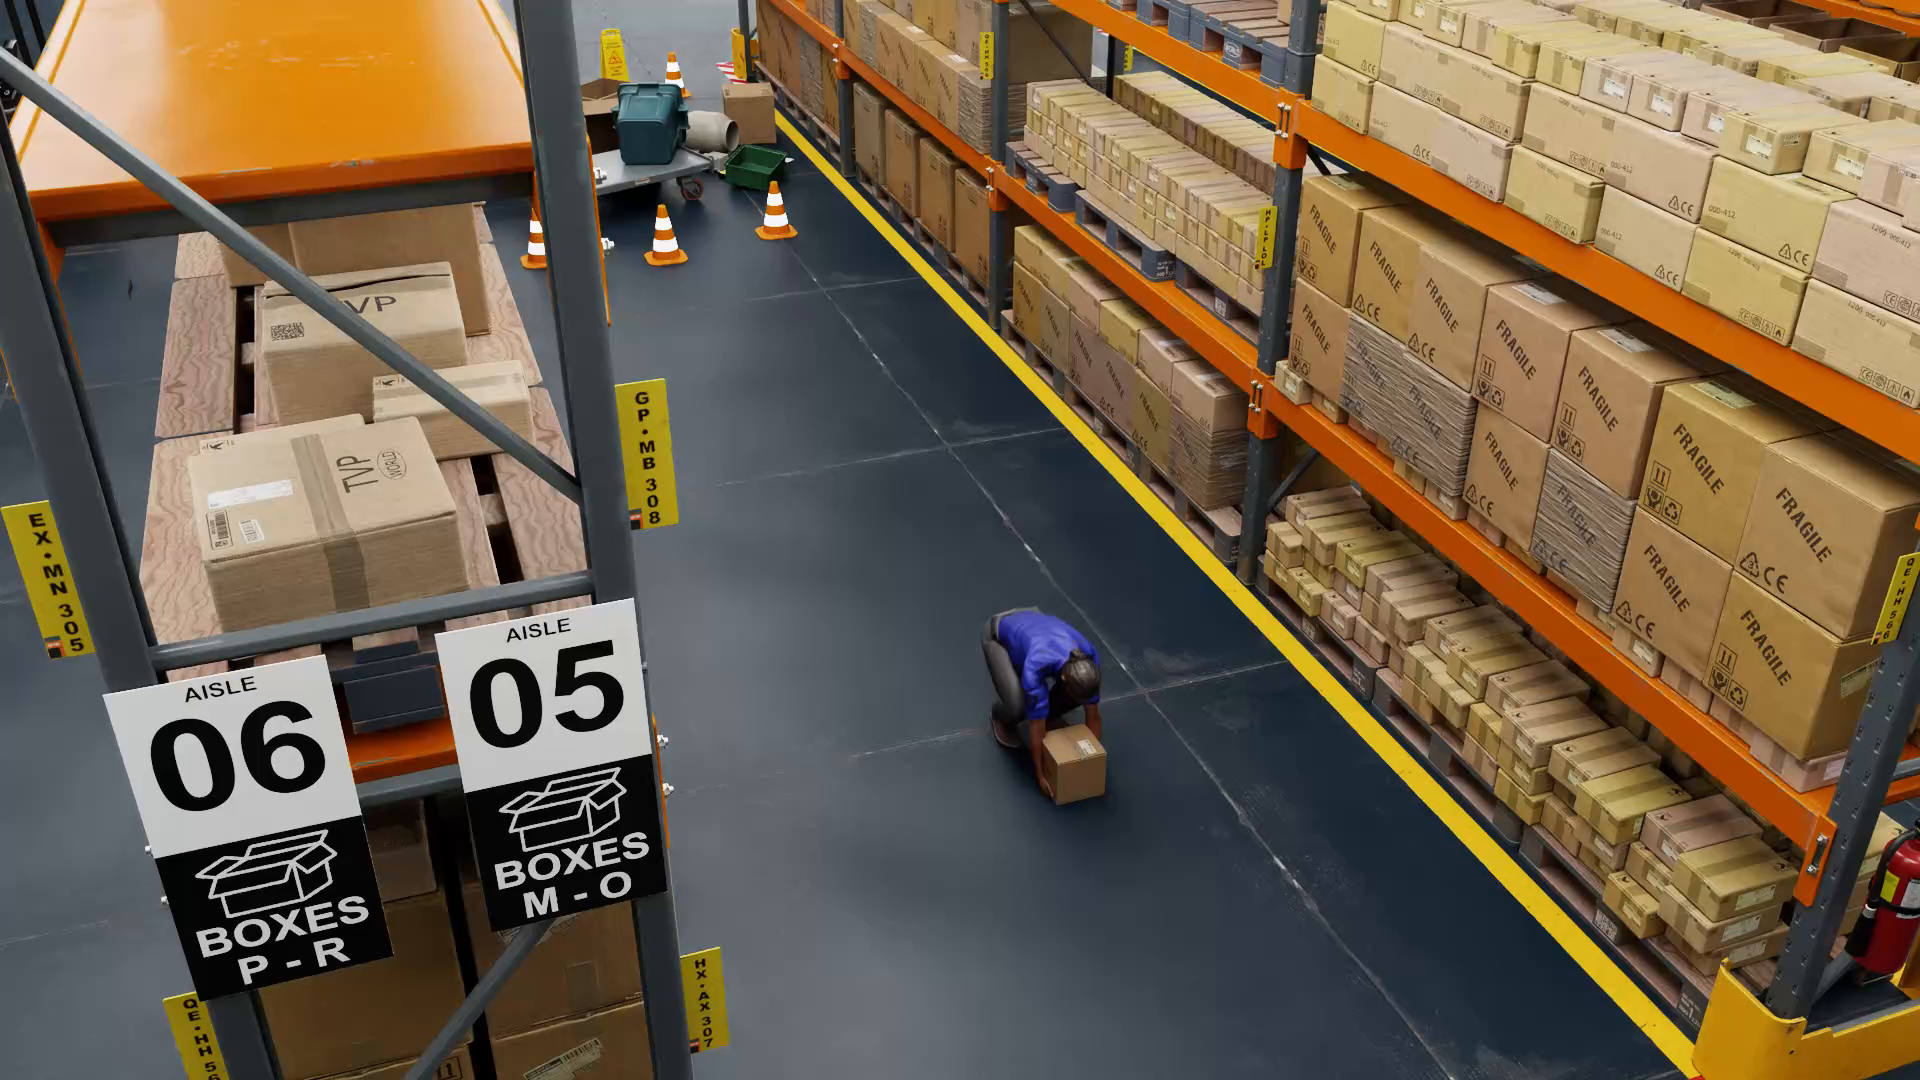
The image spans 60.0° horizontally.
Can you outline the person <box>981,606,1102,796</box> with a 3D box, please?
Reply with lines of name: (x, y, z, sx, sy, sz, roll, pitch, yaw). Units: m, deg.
person: (0.404, 0.715, 8.052, 0.447, 0.742, 0.862, -11, 32, -19)
